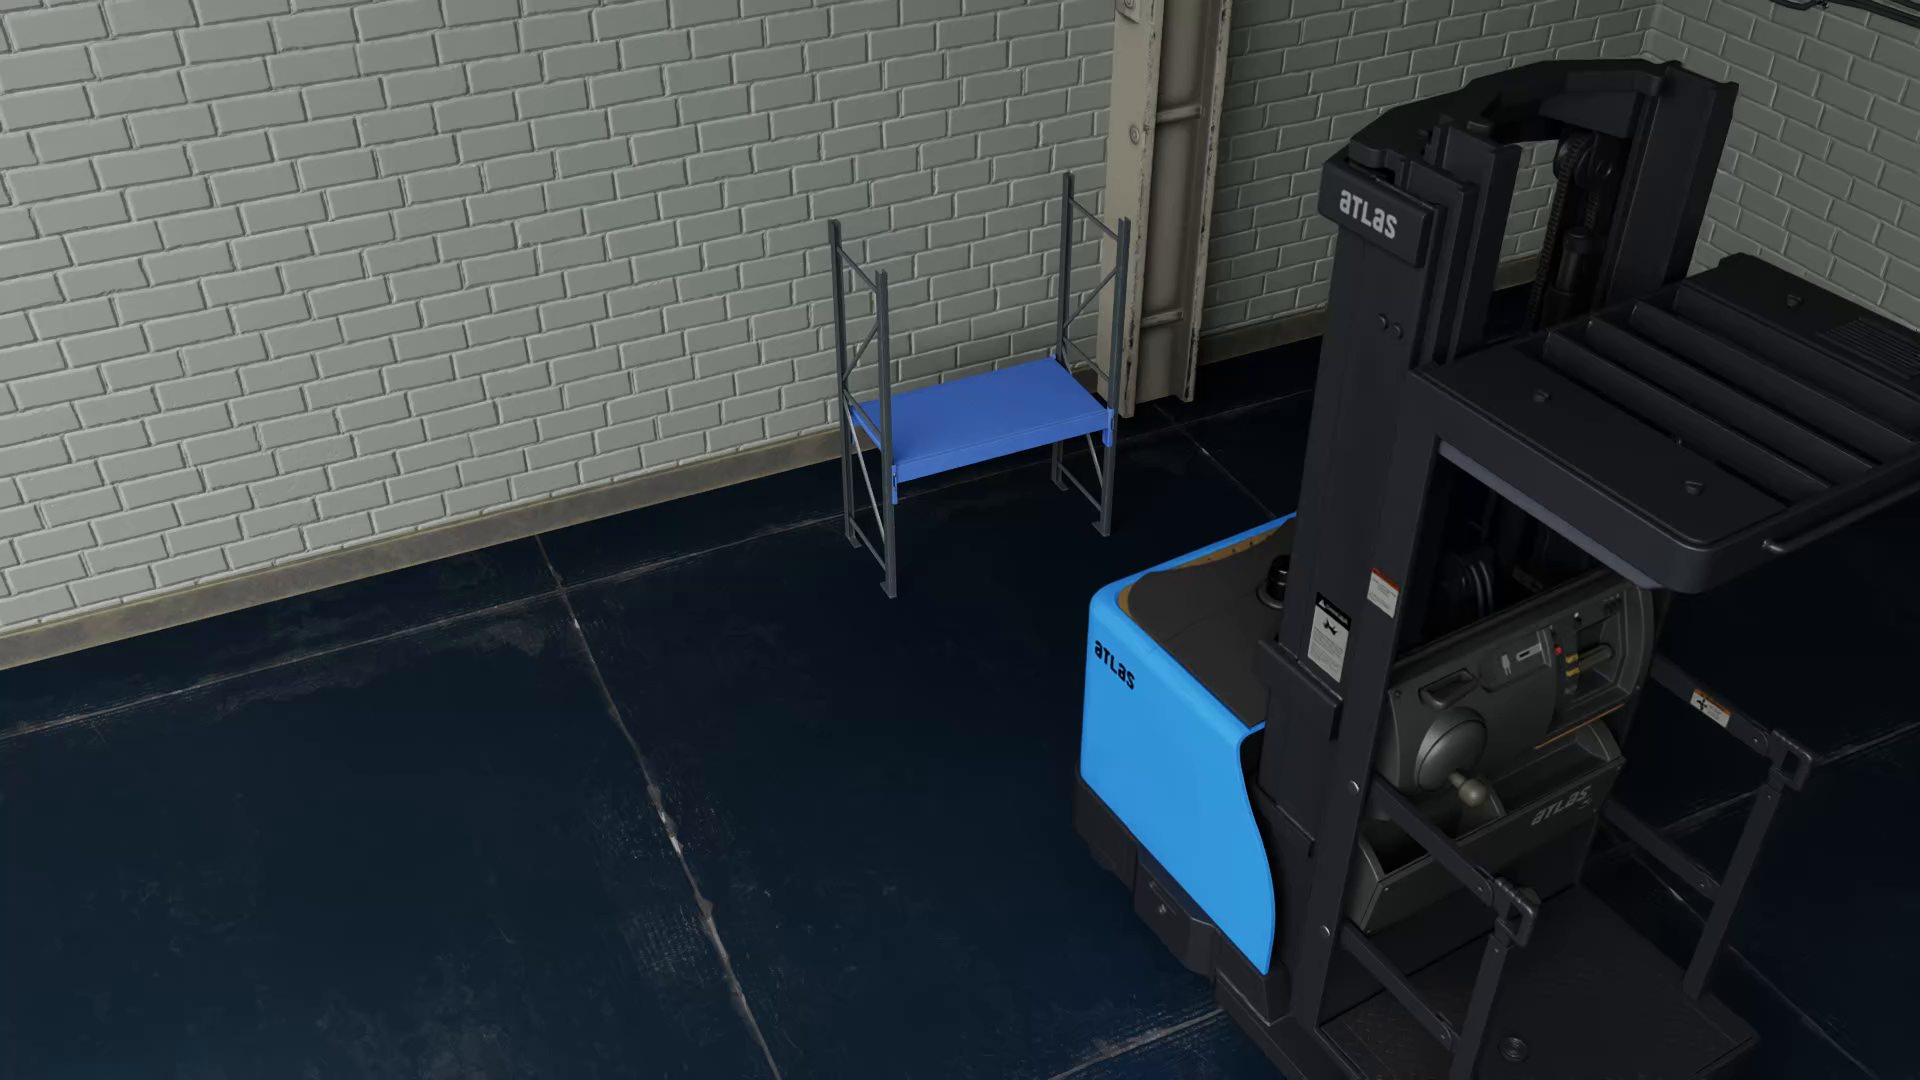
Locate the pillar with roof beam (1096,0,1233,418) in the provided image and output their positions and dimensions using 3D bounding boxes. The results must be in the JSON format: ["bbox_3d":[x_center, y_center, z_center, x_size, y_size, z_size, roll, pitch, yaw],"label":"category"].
[{"bbox_3d":[2.739,-2.014,2.411,0.400,9.000,9.100,-16,39,-20],"label":"pillar with roof beam"}]

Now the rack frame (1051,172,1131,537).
[{"bbox_3d":[0.537,-0.753,7.006,0.032,1.500,0.500,-16,39,-20],"label":"rack frame"}]

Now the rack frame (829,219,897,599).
[{"bbox_3d":[-0.383,-0.495,6.659,0.032,1.500,0.500,-16,39,-20],"label":"rack frame"}]

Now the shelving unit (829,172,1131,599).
[{"bbox_3d":[0.077,-0.624,6.832,1.048,1.500,0.538,-16,39,-20],"label":"shelving unit"}]

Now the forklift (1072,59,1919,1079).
[{"bbox_3d":[1.580,0.450,4.183,1.130,2.935,3.031,-20,41,-24],"label":"forklift"}]

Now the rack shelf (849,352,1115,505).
[{"bbox_3d":[0.077,-0.480,6.939,1.000,0.185,0.538,-16,39,-20],"label":"rack shelf"}]
